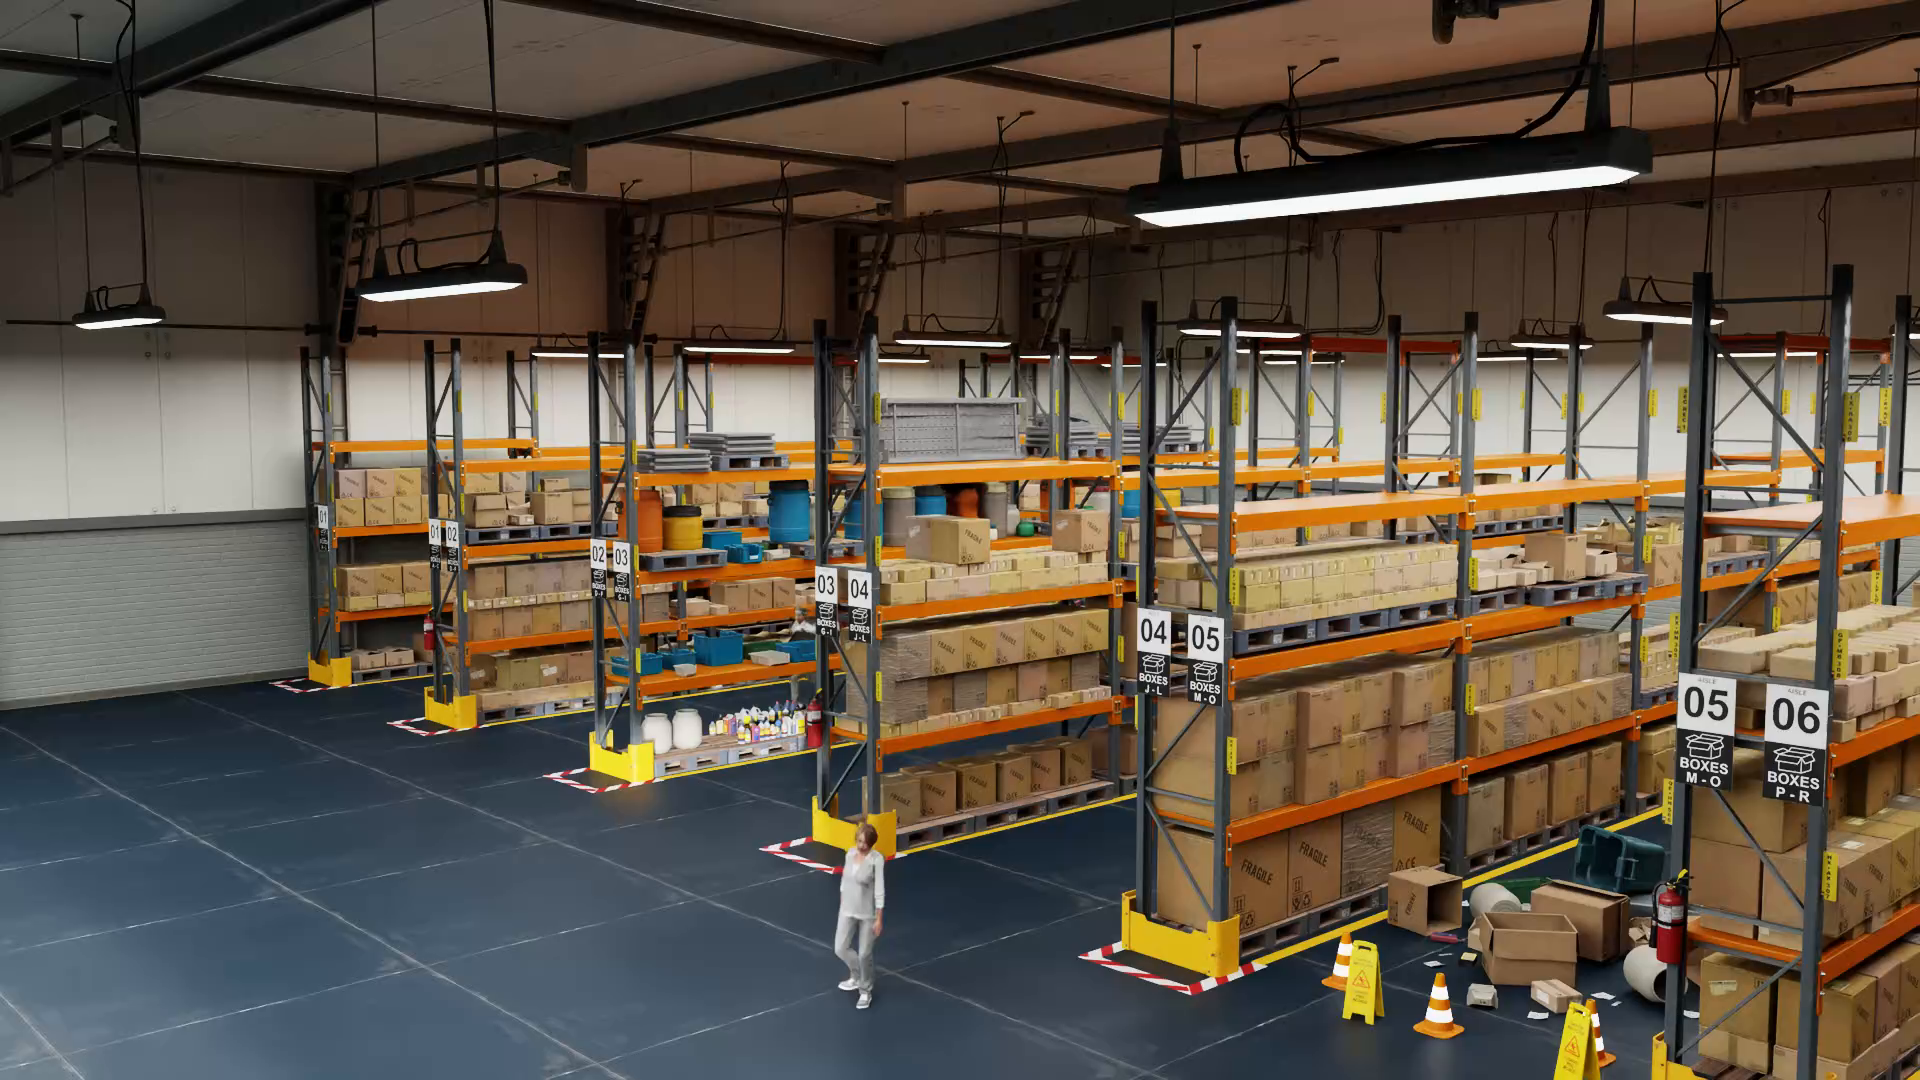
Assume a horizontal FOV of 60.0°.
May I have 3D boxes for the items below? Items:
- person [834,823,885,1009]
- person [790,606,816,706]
[{"bbox_3d":[-0.841,3.199,14.050,0.541,1.470,0.433,3,6,27],"label":"person"},{"bbox_3d":[-2.543,1.919,27.492,0.590,1.703,0.913,4,6,36],"label":"person"}]
